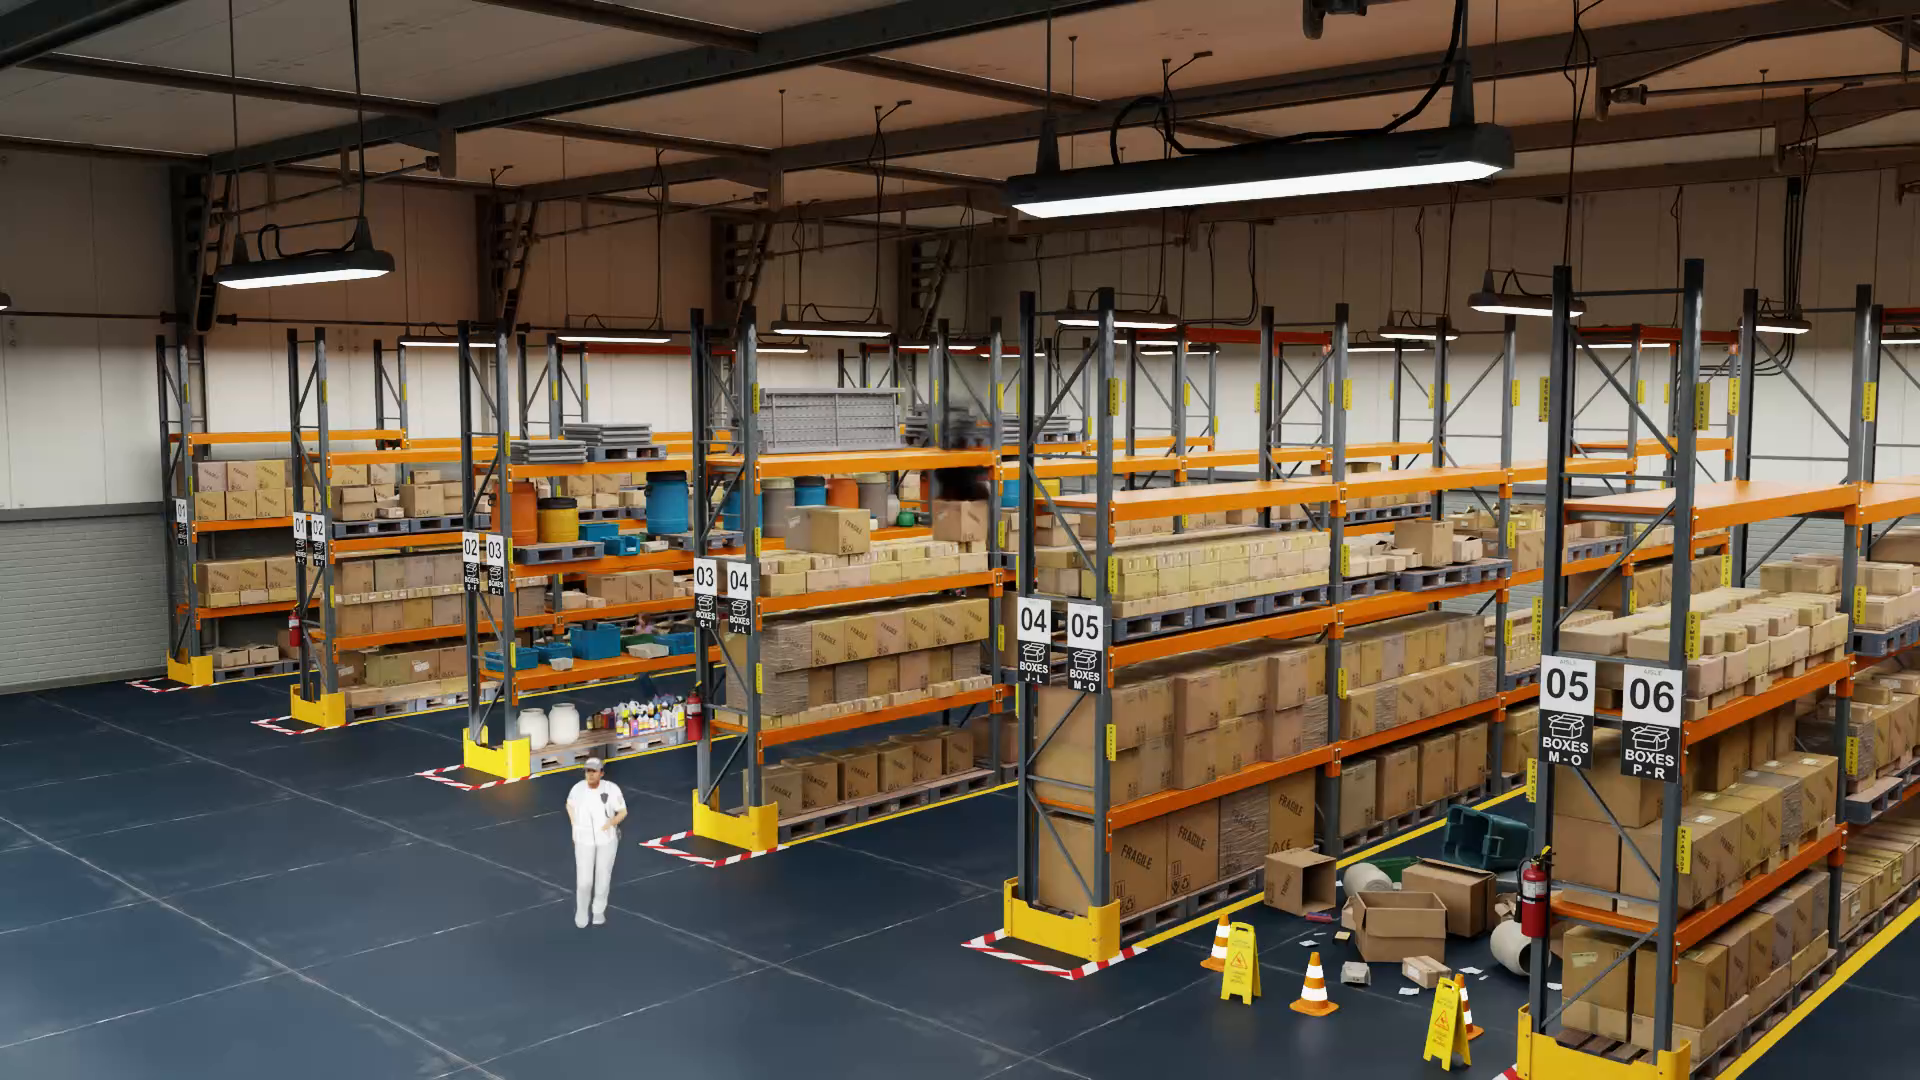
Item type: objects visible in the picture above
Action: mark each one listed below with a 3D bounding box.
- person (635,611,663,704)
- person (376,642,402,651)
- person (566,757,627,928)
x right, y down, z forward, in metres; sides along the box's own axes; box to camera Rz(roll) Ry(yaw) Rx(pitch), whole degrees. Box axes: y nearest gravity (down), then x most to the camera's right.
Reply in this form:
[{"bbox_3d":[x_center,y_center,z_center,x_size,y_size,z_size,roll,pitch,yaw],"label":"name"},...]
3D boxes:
[{"bbox_3d":[-4.948,1.926,26.143,0.490,1.625,0.711,4,7,36],"label":"person"},{"bbox_3d":[-9.587,1.611,28.033,0.659,1.774,1.002,5,7,41],"label":"person"},{"bbox_3d":[-3.443,2.873,15.744,0.581,1.652,0.631,-1,5,-8],"label":"person"}]
